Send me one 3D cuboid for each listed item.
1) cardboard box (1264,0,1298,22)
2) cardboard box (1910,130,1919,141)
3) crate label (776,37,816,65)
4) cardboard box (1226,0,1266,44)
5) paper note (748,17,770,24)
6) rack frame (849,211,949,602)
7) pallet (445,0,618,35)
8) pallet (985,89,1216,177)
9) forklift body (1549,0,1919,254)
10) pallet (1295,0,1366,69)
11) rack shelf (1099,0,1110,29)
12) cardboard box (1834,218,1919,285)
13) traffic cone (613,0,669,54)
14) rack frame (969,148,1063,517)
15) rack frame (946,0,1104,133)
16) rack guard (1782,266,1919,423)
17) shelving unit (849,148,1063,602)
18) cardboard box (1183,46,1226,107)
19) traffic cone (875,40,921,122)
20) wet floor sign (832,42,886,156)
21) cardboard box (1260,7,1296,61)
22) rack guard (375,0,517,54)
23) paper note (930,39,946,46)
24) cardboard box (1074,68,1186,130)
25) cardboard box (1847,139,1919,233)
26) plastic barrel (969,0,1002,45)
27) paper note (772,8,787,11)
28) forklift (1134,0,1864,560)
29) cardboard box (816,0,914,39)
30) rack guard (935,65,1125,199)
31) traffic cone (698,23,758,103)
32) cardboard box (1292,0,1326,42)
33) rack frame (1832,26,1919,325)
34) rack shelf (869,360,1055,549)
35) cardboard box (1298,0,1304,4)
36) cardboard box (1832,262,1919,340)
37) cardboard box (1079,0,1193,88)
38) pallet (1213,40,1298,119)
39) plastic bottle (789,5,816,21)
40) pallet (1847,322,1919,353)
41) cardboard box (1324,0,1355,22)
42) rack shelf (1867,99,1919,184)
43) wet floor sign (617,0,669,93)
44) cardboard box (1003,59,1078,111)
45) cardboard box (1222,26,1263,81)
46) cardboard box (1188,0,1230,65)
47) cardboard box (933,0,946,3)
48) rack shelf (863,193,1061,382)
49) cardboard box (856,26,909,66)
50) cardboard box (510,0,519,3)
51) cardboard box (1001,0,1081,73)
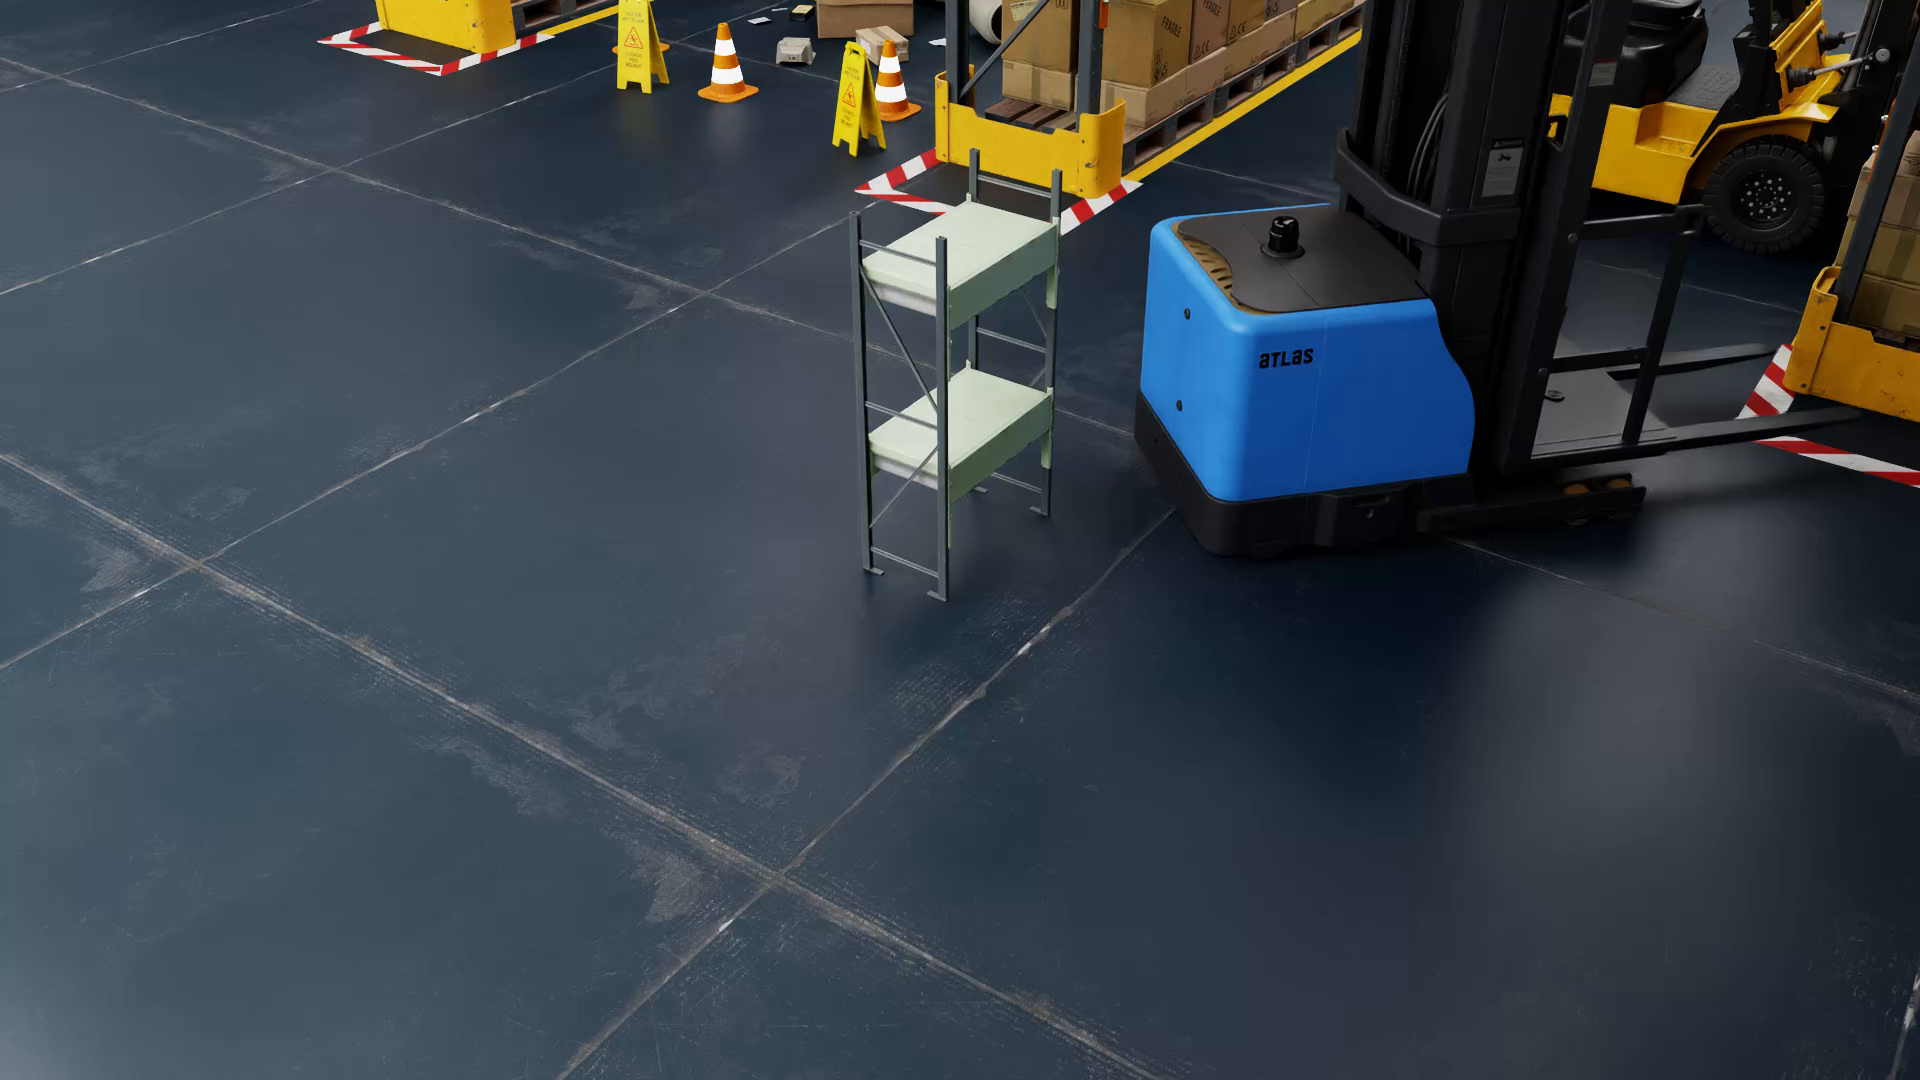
[{"bbox_3d":[1.945,-3.805,11.109,0.500,0.500,0.500,24,41,31],"label":"cardboard box"},{"bbox_3d":[4.732,-1.860,8.010,0.500,0.250,0.500,22,40,29],"label":"cardboard box"},{"bbox_3d":[-1.163,-3.450,11.729,0.250,0.136,0.298,3,34,4],"label":"crate label"},{"bbox_3d":[1.647,-3.556,10.741,0.500,0.500,0.500,22,40,29],"label":"cardboard box"},{"bbox_3d":[-1.499,-3.910,12.507,0.142,0.017,0.144,-22,40,-29],"label":"paper note"},{"bbox_3d":[-0.212,-0.450,6.076,0.400,1.500,0.023,21,39,28],"label":"rack frame"},{"bbox_3d":[-3.373,-4.219,12.800,1.003,0.211,1.213,21,39,28],"label":"pallet"},{"bbox_3d":[0.895,-2.689,10.537,1.003,0.211,1.213,21,39,28],"label":"pallet"},{"bbox_3d":[4.022,-2.966,9.216,2.313,2.155,1.214,21,39,28],"label":"forklift body"},{"bbox_3d":[2.286,-3.812,12.198,1.003,0.211,1.213,21,39,28],"label":"pallet"},{"bbox_3d":[1.500,-4.069,10.731,1.077,0.370,4.000,21,39,28],"label":"rack shelf"},{"bbox_3d":[4.460,-1.428,7.818,0.500,0.250,0.500,21,39,28],"label":"cardboard box"},{"bbox_3d":[-2.295,-3.721,11.839,0.336,0.463,0.334,21,39,28],"label":"traffic cone"},{"bbox_3d":[0.205,-0.787,6.574,0.400,1.500,0.023,21,39,28],"label":"rack frame"},{"bbox_3d":[0.360,-3.446,9.168,1.000,3.000,0.127,21,39,28],"label":"rack frame"},{"bbox_3d":[4.426,-0.816,7.510,1.175,0.500,0.348,21,39,28],"label":"rack guard"},{"bbox_3d":[-0.004,-0.618,6.325,0.431,1.500,0.755,21,39,28],"label":"shelving unit"},{"bbox_3d":[1.344,-2.997,10.583,0.500,0.250,0.500,23,40,30],"label":"cardboard box"},{"bbox_3d":[-0.455,-3.005,10.781,0.336,0.463,0.334,21,39,28],"label":"traffic cone"},{"bbox_3d":[-0.628,-2.725,10.204,0.232,0.644,0.267,-22,40,-29],"label":"wet floor sign"},{"bbox_3d":[1.935,-3.483,11.303,0.500,0.250,0.500,22,40,29],"label":"cardboard box"},{"bbox_3d":[-3.778,-3.934,12.122,1.175,0.500,0.348,21,39,28],"label":"rack guard"},{"bbox_3d":[-0.129,-3.625,12.094,0.142,0.019,0.148,-22,40,-29],"label":"paper note"},{"bbox_3d":[1.047,-2.764,10.239,0.500,0.250,0.500,21,39,28],"label":"cardboard box"},{"bbox_3d":[4.446,-1.623,7.660,0.500,0.250,0.500,23,40,30],"label":"cardboard box"},{"bbox_3d":[0.294,-3.813,12.011,0.421,0.421,0.512,-9,35,-13],"label":"plastic barrel"},{"bbox_3d":[-1.384,-4.072,12.763,0.123,0.001,0.032,-15,37,-21],"label":"paper note"},{"bbox_3d":[2.335,-1.557,6.436,3.031,2.935,1.130,-7,35,-11],"label":"forklift"},{"bbox_3d":[-0.719,-4.029,12.259,0.797,0.503,0.637,-3,34,-4],"label":"cardboard box"},{"bbox_3d":[0.403,-2.446,9.920,1.175,0.500,0.348,21,39,28],"label":"rack guard"},{"bbox_3d":[-1.561,-3.203,11.074,0.336,0.463,0.334,21,39,28],"label":"traffic cone"},{"bbox_3d":[2.229,-3.716,11.647,0.500,0.250,0.500,20,39,27],"label":"cardboard box"},{"bbox_3d":[4.440,-1.863,6.827,1.000,3.000,0.127,21,39,28],"label":"rack frame"},{"bbox_3d":[-0.004,-0.348,6.508,0.431,0.370,0.720,21,39,28],"label":"rack shelf"},{"bbox_3d":[2.235,-4.040,11.457,0.500,0.500,0.500,22,40,29],"label":"cardboard box"},{"bbox_3d":[4.448,-1.215,7.948,0.500,0.250,0.500,22,40,28],"label":"cardboard box"},{"bbox_3d":[1.060,-3.086,10.046,0.500,0.500,0.500,20,39,27],"label":"cardboard box"},{"bbox_3d":[1.591,-3.248,11.364,1.003,0.211,1.213,21,39,28],"label":"pallet"},{"bbox_3d":[-1.189,-4.013,12.630,0.133,0.061,0.283,8,35,12],"label":"plastic bottle"},{"bbox_3d":[4.841,-1.073,8.148,1.003,0.211,1.213,21,39,28],"label":"pallet"},{"bbox_3d":[2.524,-3.964,12.014,0.500,0.250,0.500,23,40,30],"label":"cardboard box"},{"bbox_3d":[5.580,-2.485,8.389,1.077,0.370,4.000,21,39,28],"label":"rack shelf"},{"bbox_3d":[-2.154,-3.360,11.142,0.267,0.644,0.232,14,37,20],"label":"wet floor sign"},{"bbox_3d":[0.613,-2.950,10.515,0.500,0.250,0.500,21,39,28],"label":"cardboard box"},{"bbox_3d":[1.645,-3.252,10.960,0.500,0.250,0.500,24,41,31],"label":"cardboard box"},{"bbox_3d":[1.354,-3.328,10.404,0.500,0.500,0.500,20,39,27],"label":"cardboard box"},{"bbox_3d":[-0.192,-4.518,12.861,0.797,0.637,0.503,21,39,28],"label":"cardboard box"},{"bbox_3d":[-0.004,-0.941,6.107,0.431,0.370,0.720,21,39,28],"label":"rack shelf"},{"bbox_3d":[-0.553,-3.513,11.813,0.250,0.149,0.380,-15,37,-21],"label":"cardboard box"},{"bbox_3d":[-3.432,-4.608,12.408,0.875,0.875,0.875,21,40,28],"label":"cardboard box"},{"bbox_3d":[0.602,-3.244,10.279,0.500,0.500,0.500,22,40,28],"label":"cardboard box"}]
